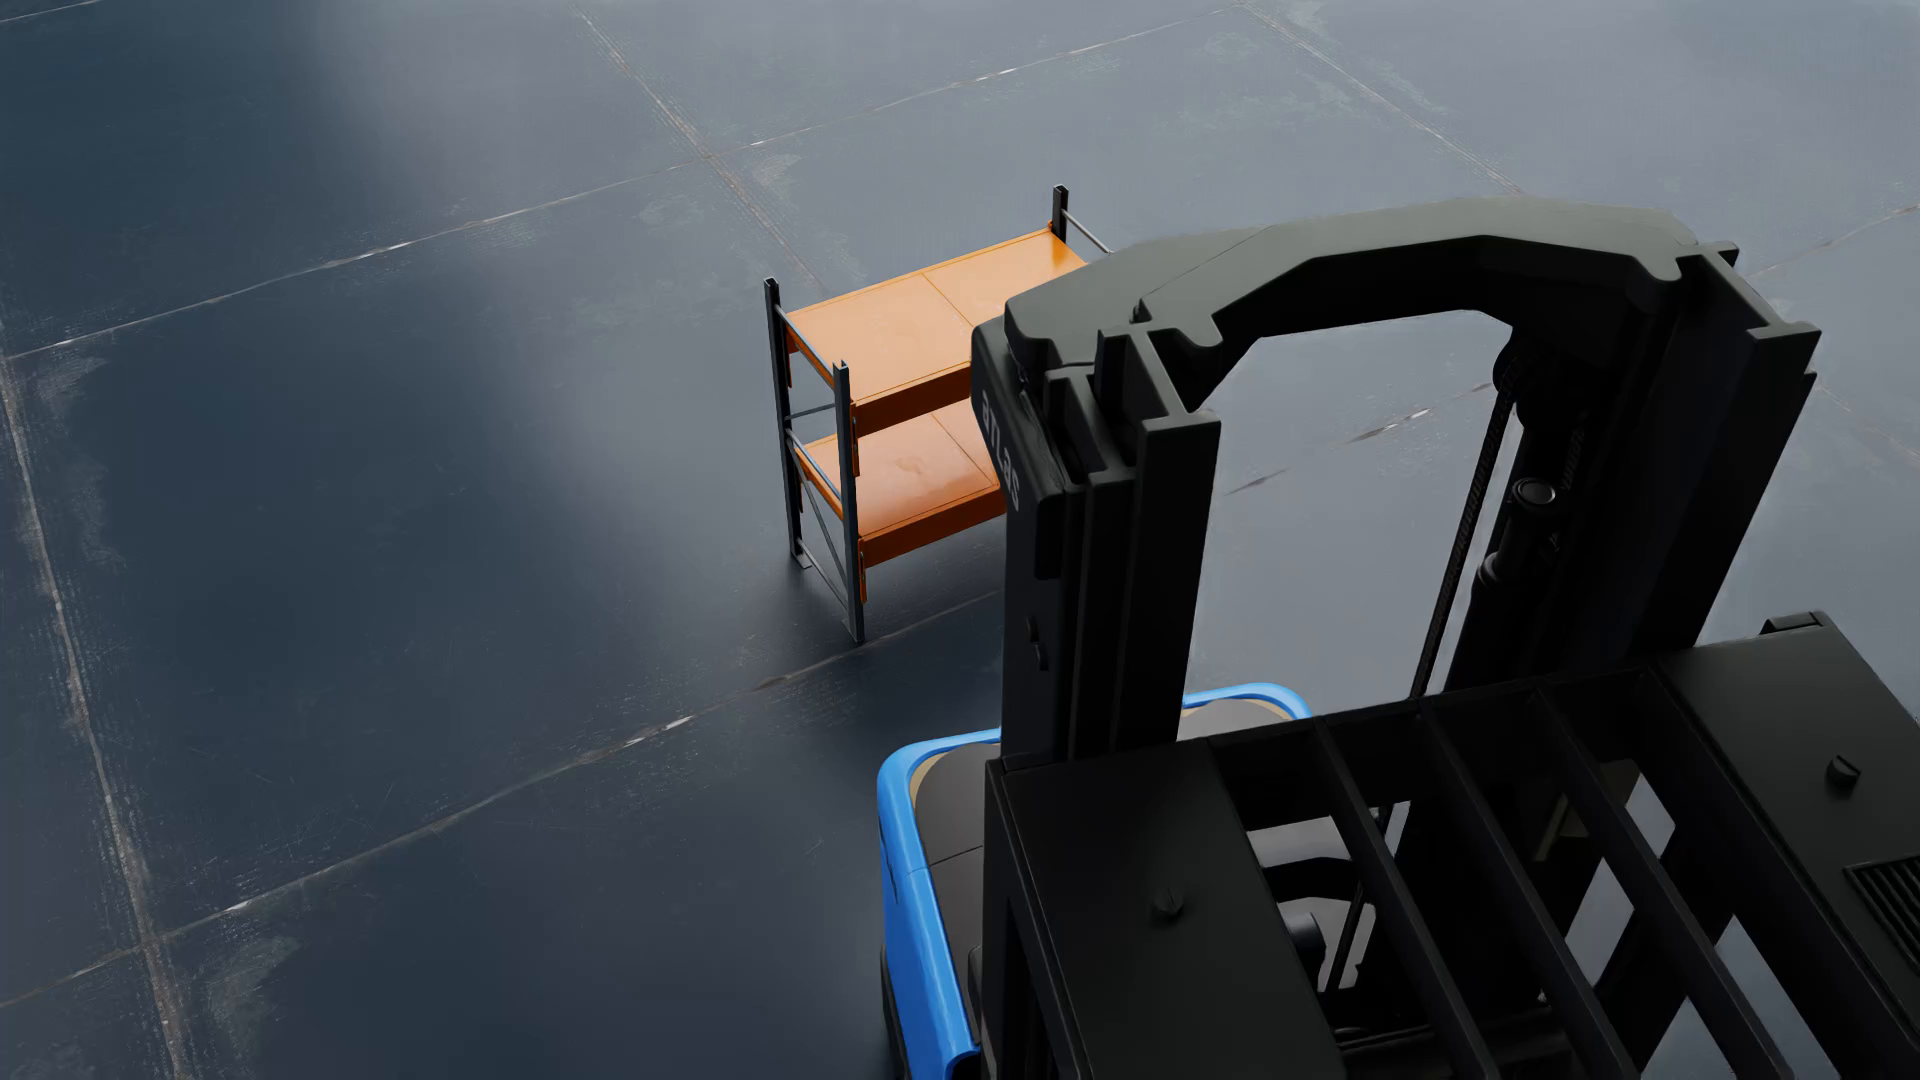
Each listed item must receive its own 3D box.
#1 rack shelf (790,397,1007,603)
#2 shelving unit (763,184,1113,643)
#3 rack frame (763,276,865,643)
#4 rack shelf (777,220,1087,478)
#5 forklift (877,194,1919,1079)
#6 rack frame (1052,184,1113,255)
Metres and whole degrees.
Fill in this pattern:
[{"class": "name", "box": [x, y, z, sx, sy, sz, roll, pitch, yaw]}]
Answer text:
[{"class": "rack shelf", "box": [-0.006, -0.226, 5.526, 1.000, 0.278, 0.538, -22, 48, -21]}, {"class": "shelving unit", "box": [-0.006, -0.401, 5.356, 1.048, 1.125, 0.538, -22, 48, -21]}, {"class": "rack frame", "box": [-0.447, -0.225, 5.174, 0.032, 1.125, 0.500, -22, 48, -21]}, {"class": "rack shelf", "box": [-0.006, -0.611, 5.152, 1.000, 0.278, 0.538, -22, 48, -21]}, {"class": "forklift", "box": [0.625, 1.114, 2.497, 1.130, 2.935, 3.031, -9, 45, -9]}, {"class": "rack frame", "box": [0.435, -0.578, 5.538, 0.032, 1.125, 0.500, -22, 48, -21]}]
